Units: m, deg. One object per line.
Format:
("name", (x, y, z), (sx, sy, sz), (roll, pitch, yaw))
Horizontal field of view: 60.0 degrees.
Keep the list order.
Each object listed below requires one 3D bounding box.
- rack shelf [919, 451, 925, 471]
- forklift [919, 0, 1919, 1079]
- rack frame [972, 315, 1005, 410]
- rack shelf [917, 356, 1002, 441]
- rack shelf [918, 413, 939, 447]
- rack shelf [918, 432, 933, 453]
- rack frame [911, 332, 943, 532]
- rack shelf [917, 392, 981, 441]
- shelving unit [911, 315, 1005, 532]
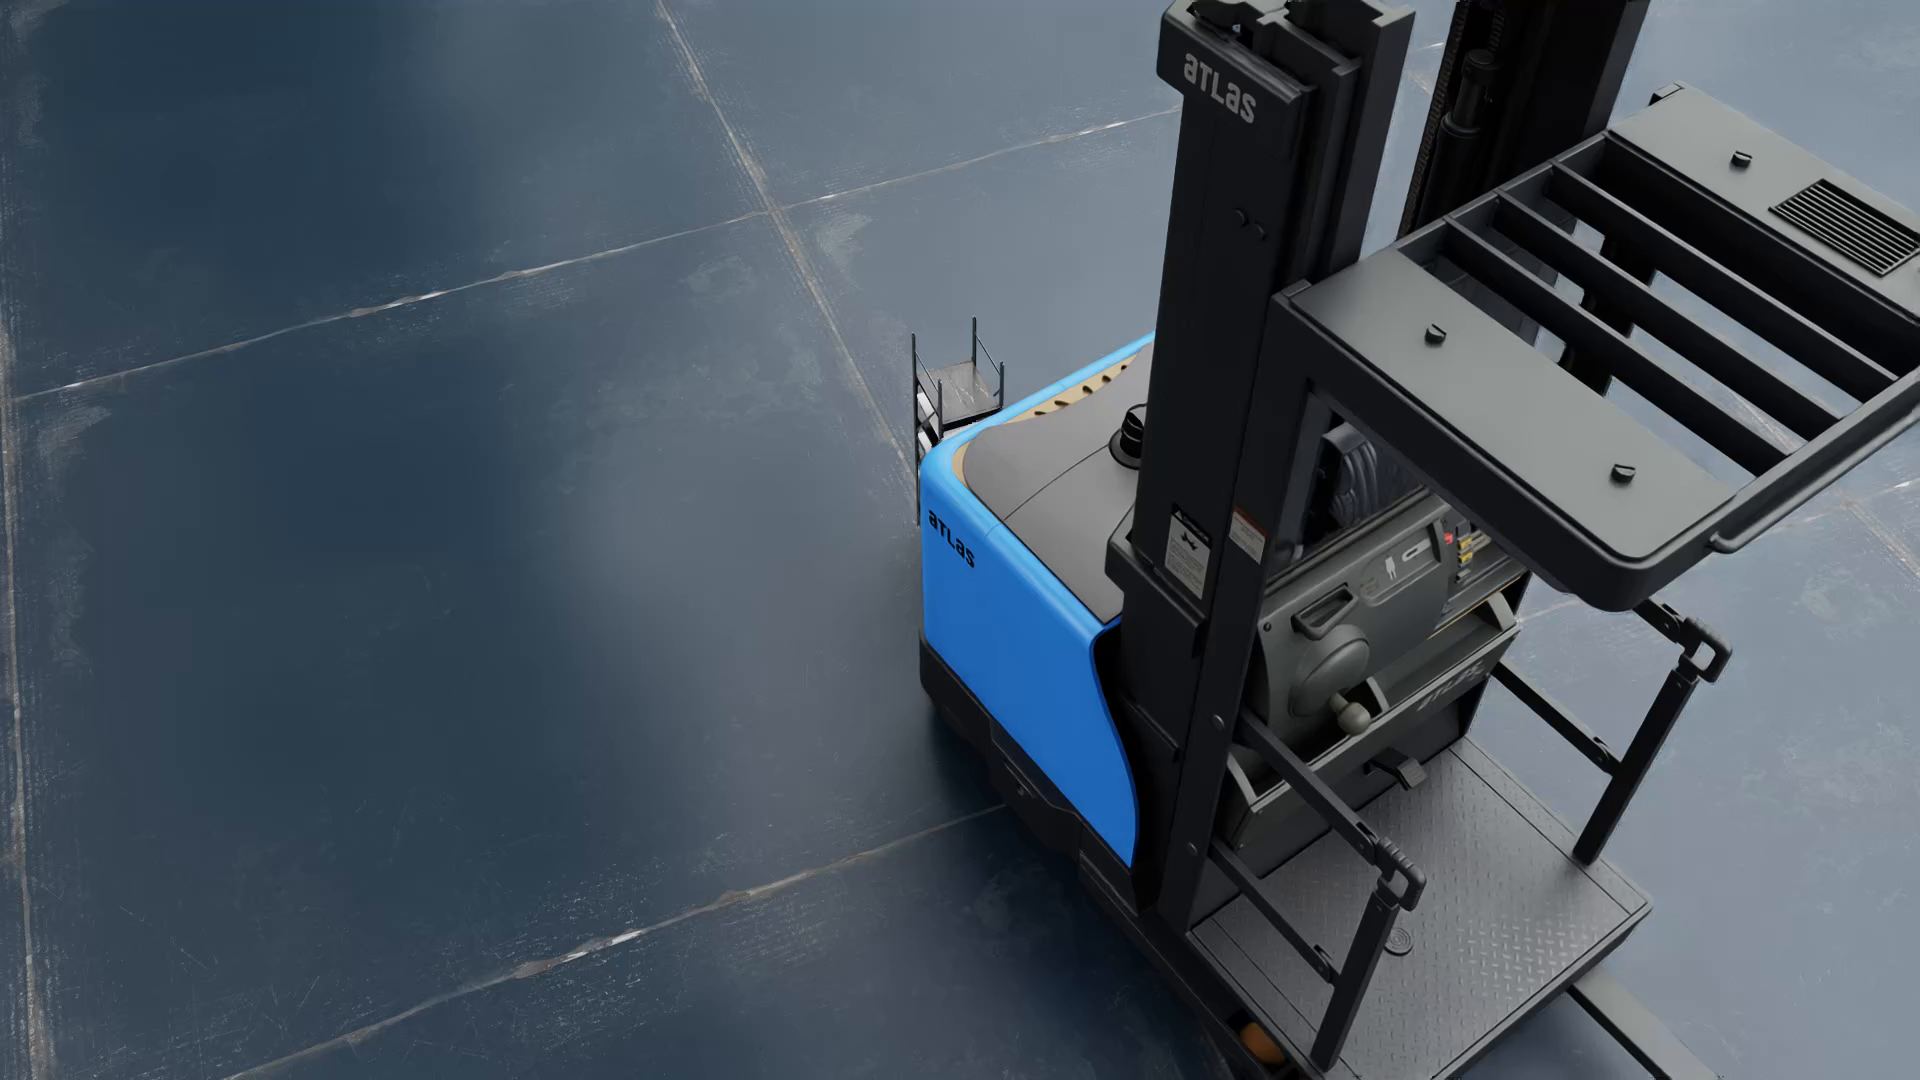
("rack shelf", (-0.008, -0.211, 5.500), (0.200, 0.077, 0.258), (-17, 52, -14))
("forklift", (1.147, 0.199, 3.647), (1.130, 2.935, 3.031), (-29, 55, -23))
("rack frame", (0.087, -0.320, 5.432), (0.006, 0.900, 0.240), (-17, 52, -14))
("rack shelf", (-0.008, -0.445, 5.227), (0.200, 0.077, 0.258), (-17, 52, -14))
("rack shelf", (-0.008, -0.328, 5.364), (0.200, 0.077, 0.258), (-17, 52, -14))
("rack shelf", (-0.008, -0.269, 5.432), (0.200, 0.077, 0.258), (-17, 52, -14))
("rack frame", (-0.102, -0.262, 5.382), (0.006, 0.900, 0.240), (-17, 52, -14))
("rack shelf", (-0.008, -0.386, 5.295), (0.200, 0.077, 0.258), (-17, 52, -14))
("shelving unit", (-0.008, -0.291, 5.407), (0.210, 0.900, 0.258), (-17, 52, -14))
